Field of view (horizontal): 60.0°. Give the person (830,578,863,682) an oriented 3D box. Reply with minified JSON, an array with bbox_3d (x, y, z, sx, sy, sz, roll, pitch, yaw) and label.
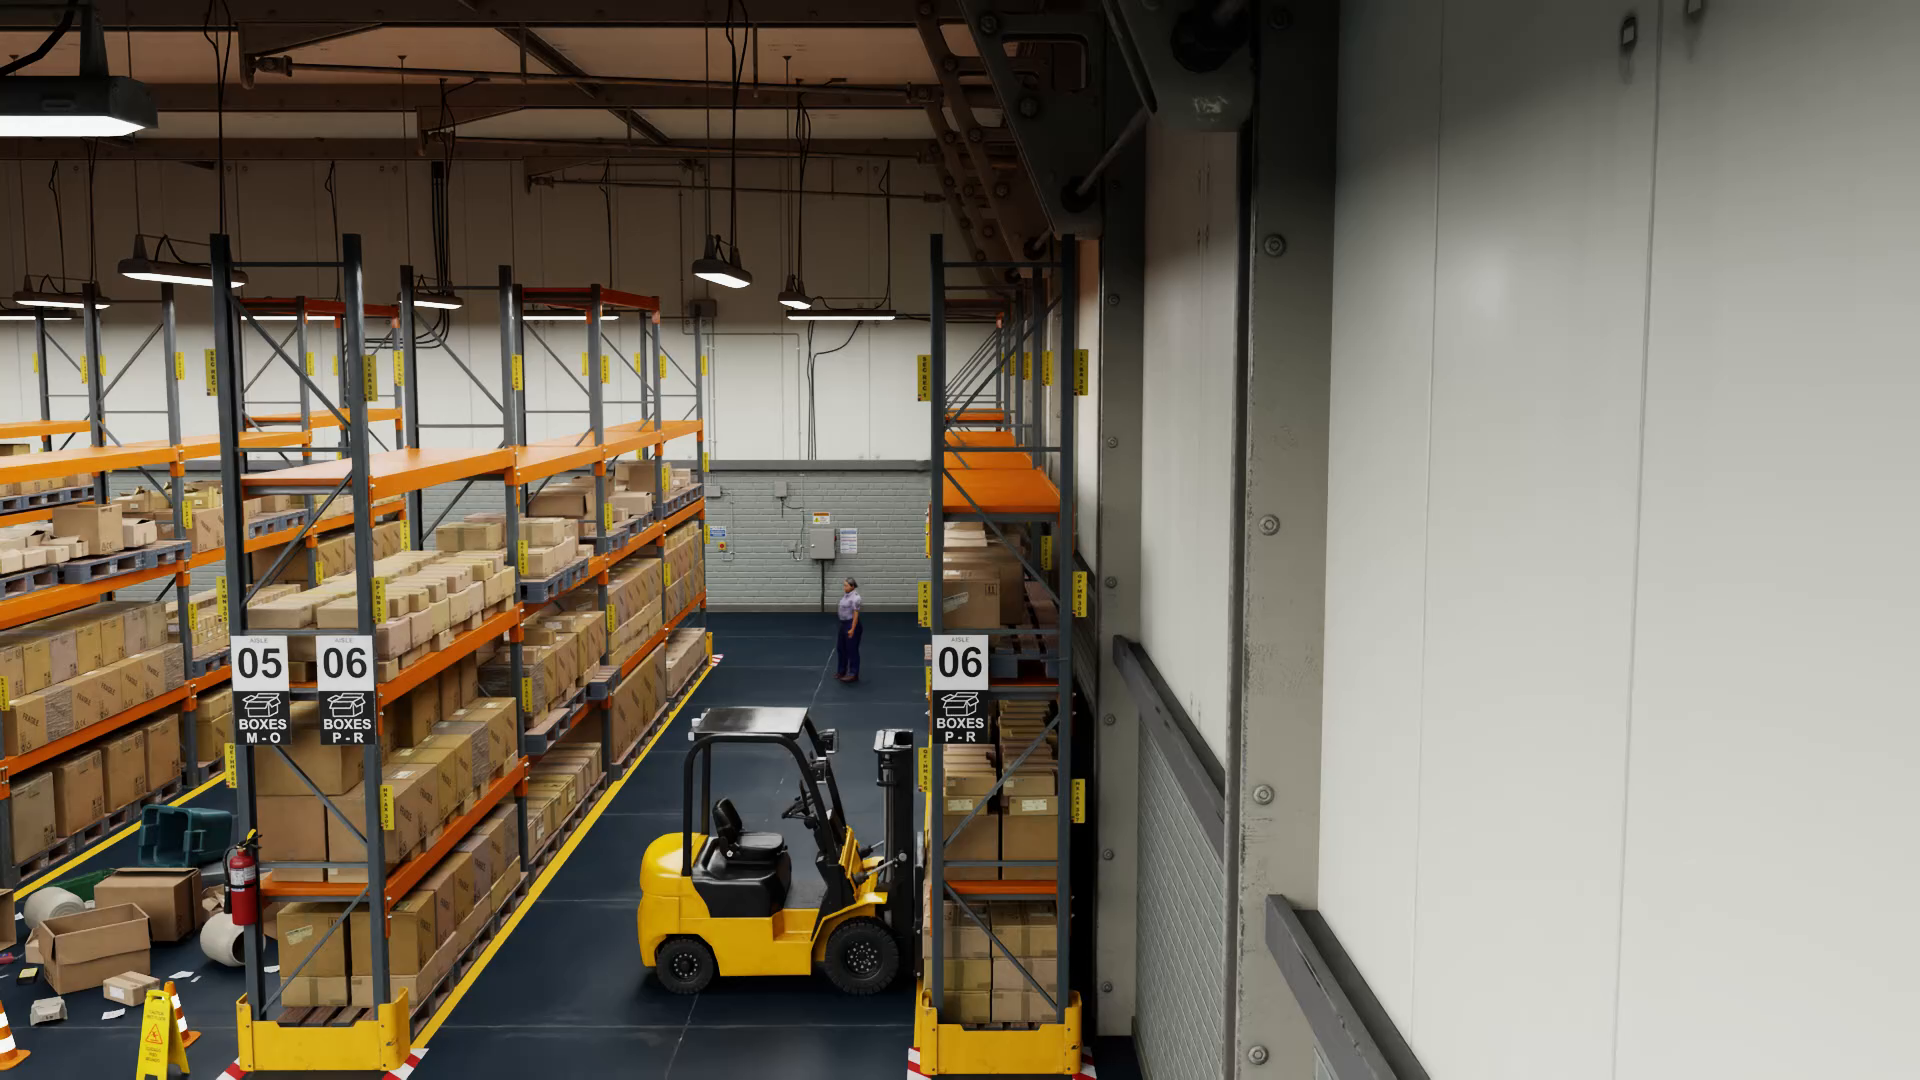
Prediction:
[{"bbox_3d":[-1.805,1.443,26.577,0.420,1.673,0.548,-4,7,-30],"label":"person"}]
